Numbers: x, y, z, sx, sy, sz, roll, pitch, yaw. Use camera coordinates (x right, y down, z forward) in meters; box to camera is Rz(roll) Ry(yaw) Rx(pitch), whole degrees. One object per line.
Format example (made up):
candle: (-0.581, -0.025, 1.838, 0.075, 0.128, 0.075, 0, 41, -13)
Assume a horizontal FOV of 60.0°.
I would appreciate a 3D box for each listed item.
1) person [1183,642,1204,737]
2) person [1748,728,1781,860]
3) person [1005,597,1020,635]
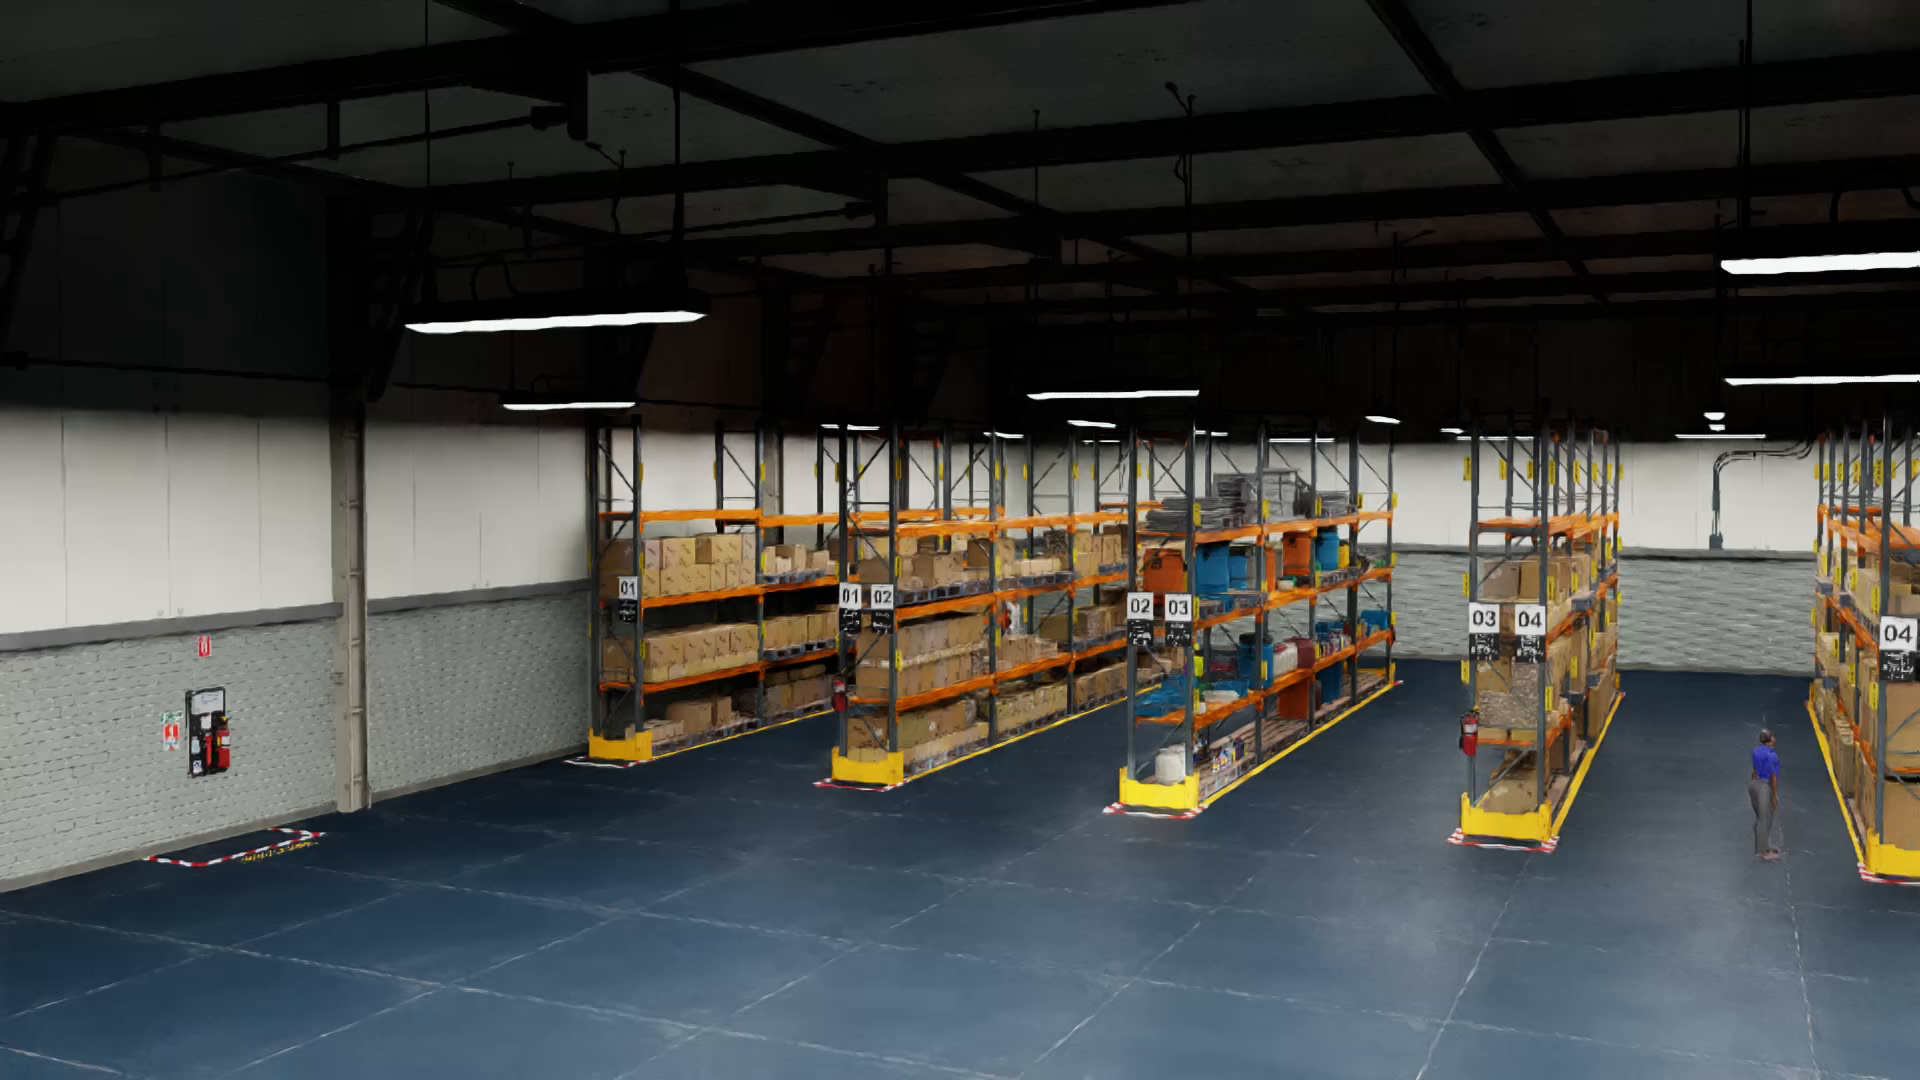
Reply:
person: (4.426, 2.810, 31.446, 0.640, 1.766, 0.540, -2, 3, -40)
person: (10.490, 3.327, 21.609, 0.468, 1.563, 0.600, 0, 2, -5)
person: (1.396, 2.284, 44.414, 0.528, 1.791, 0.514, -2, 3, -42)
